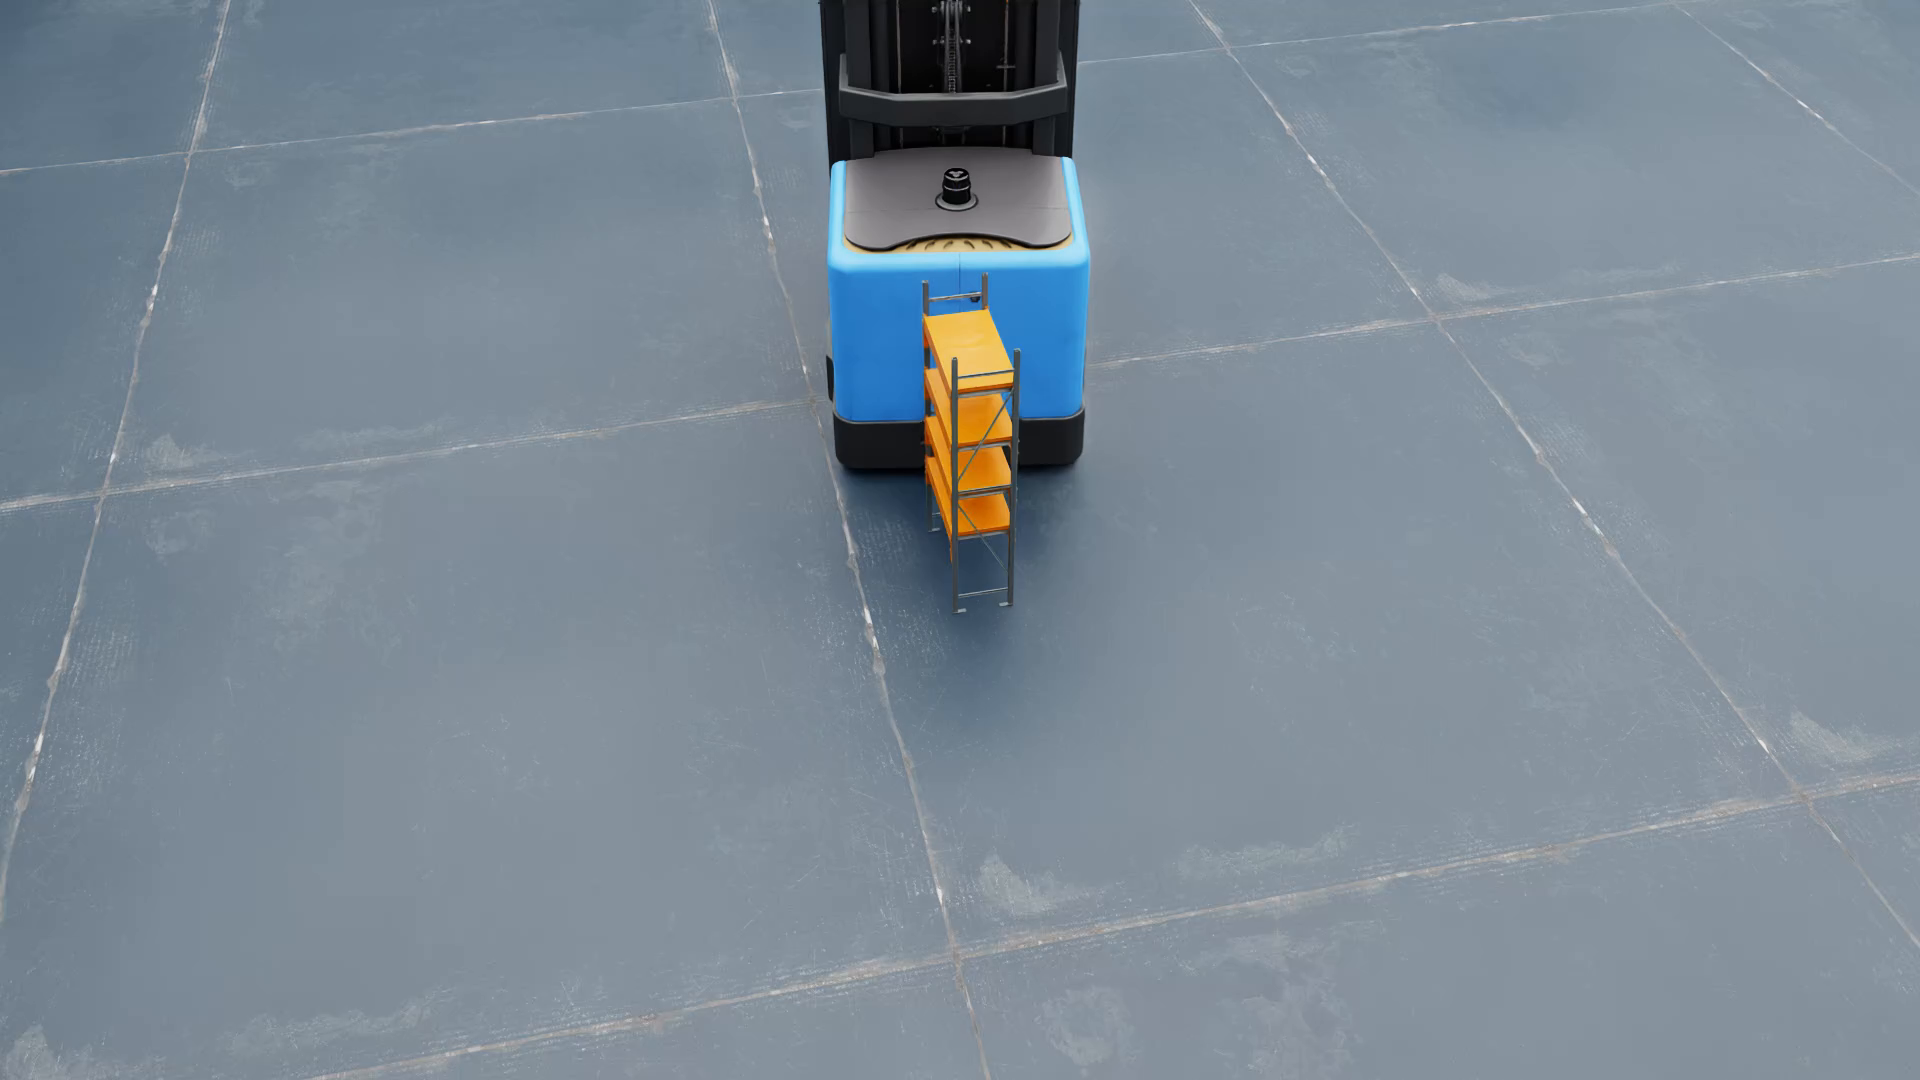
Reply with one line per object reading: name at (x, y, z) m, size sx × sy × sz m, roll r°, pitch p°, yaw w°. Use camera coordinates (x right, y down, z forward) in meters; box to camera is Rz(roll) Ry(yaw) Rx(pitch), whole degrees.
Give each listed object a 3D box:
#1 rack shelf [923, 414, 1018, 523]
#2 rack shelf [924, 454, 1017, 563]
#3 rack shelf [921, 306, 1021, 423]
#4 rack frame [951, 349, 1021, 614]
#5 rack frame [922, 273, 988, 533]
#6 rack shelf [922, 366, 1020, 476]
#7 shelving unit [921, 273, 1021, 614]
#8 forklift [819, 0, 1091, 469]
rack shelf at (0.036, -0.291, 6.275) m, size 0.258 × 0.148 × 0.480 m, roll -8°, pitch 42°, yaw -9°
rack shelf at (0.036, -0.143, 6.407) m, size 0.258 × 0.148 × 0.480 m, roll -8°, pitch 42°, yaw -9°
rack shelf at (0.036, -0.635, 5.970) m, size 0.258 × 0.148 × 0.480 m, roll -8°, pitch 42°, yaw -9°
rack frame at (0.088, -0.183, 6.053) m, size 0.240 × 1.200 × 0.015 m, roll -8°, pitch 42°, yaw -9°
rack frame at (-0.017, -0.500, 6.409) m, size 0.240 × 1.200 × 0.015 m, roll -8°, pitch 42°, yaw -9°
rack shelf at (0.036, -0.458, 6.127) m, size 0.258 × 0.148 × 0.480 m, roll -8°, pitch 42°, yaw -9°
shelving unit at (0.036, -0.341, 6.231) m, size 0.258 × 1.200 × 0.503 m, roll -8°, pitch 42°, yaw -9°
forklift at (-0.052, -2.355, 7.195) m, size 1.130 × 2.935 × 3.031 m, roll -1°, pitch 42°, yaw -2°
